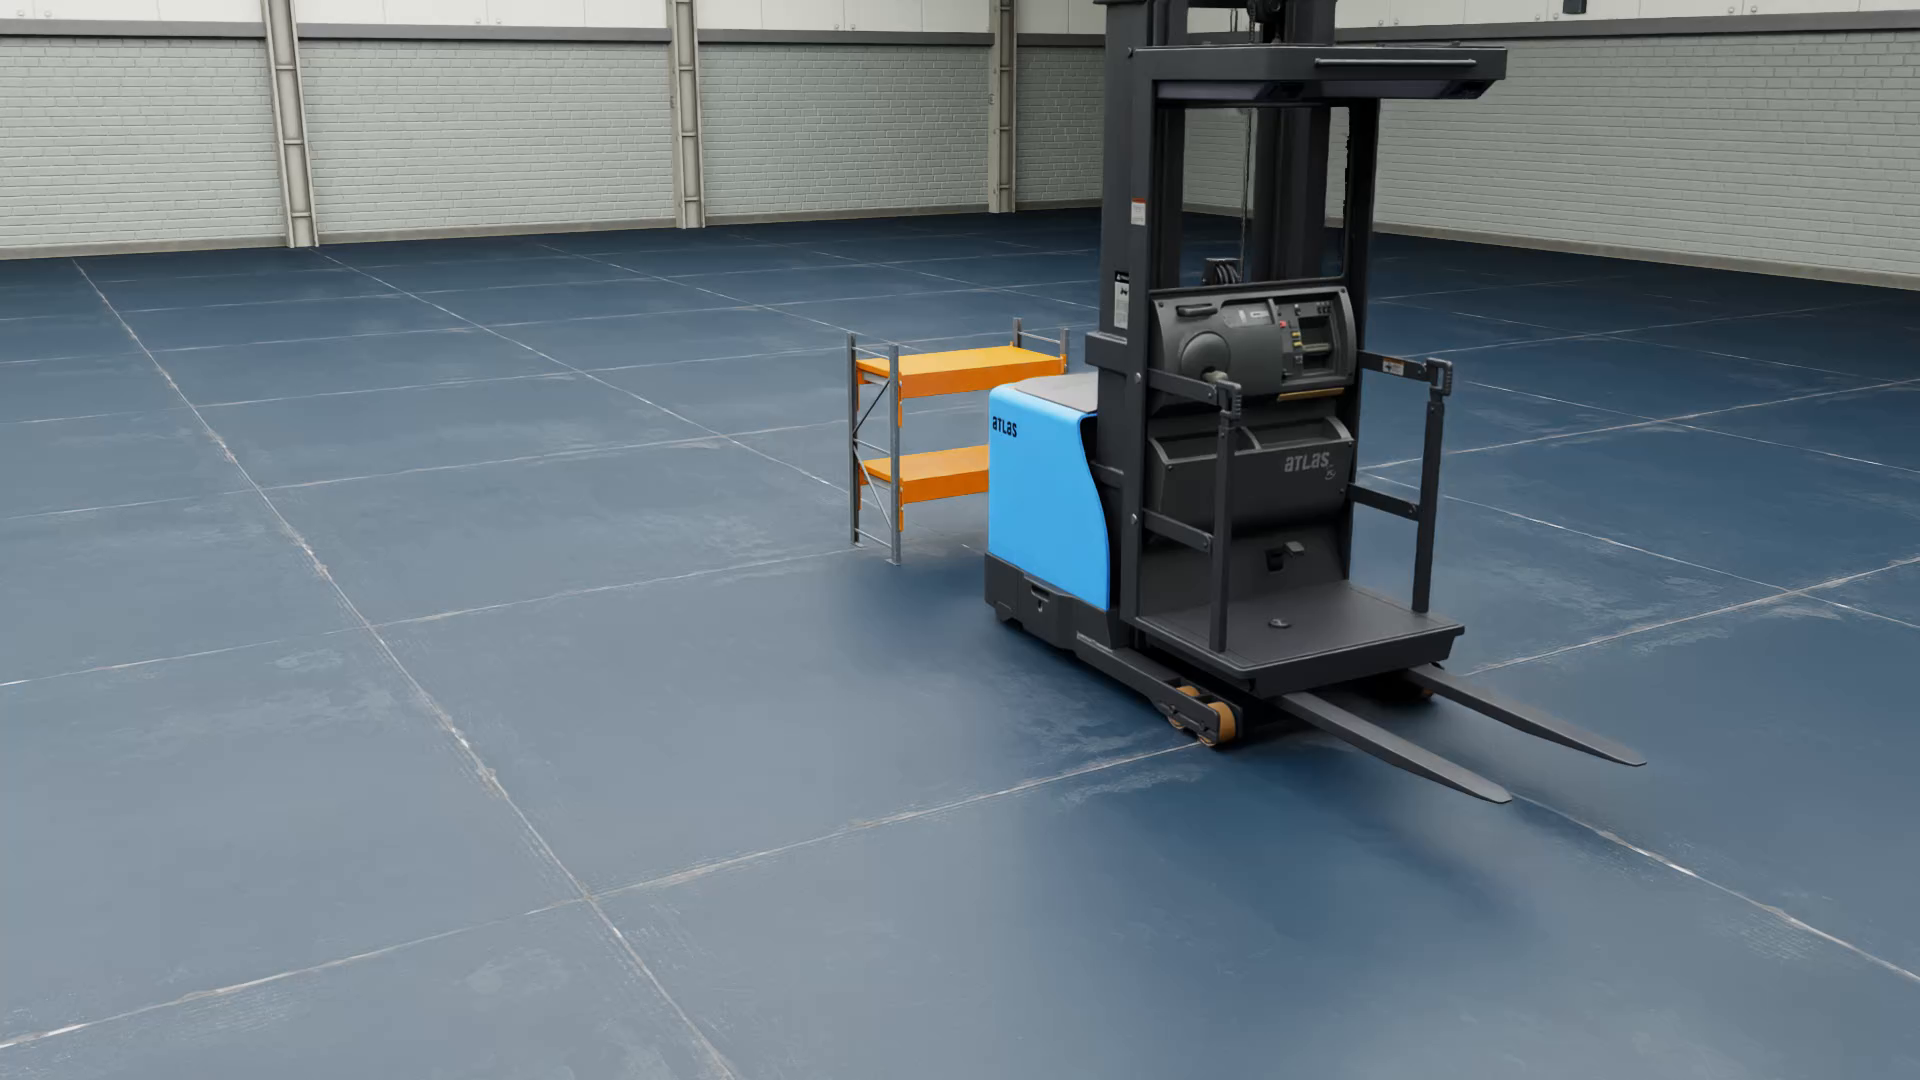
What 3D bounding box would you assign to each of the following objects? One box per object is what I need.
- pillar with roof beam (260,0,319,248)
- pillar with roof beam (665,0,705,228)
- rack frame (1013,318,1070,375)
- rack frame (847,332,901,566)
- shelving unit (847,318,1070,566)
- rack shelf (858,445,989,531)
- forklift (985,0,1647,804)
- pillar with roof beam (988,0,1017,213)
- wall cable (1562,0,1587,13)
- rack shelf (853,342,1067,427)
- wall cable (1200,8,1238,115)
[{"bbox_3d":[-7.316,-7.601,19.355,0.400,9.000,9.100,-9,18,-30],"label":"pillar with roof beam"},{"bbox_3d":[-2.173,-8.435,22.330,0.400,9.000,9.100,-9,18,-30],"label":"pillar with roof beam"},{"bbox_3d":[0.430,-0.611,9.007,0.032,1.125,0.500,-9,18,-30],"label":"rack frame"},{"bbox_3d":[-0.442,-0.470,8.503,0.032,1.125,0.500,-9,18,-30],"label":"rack frame"},{"bbox_3d":[-0.006,-0.541,8.755,1.048,1.125,0.538,-9,18,-30],"label":"shelving unit"},{"bbox_3d":[-0.006,-0.305,8.821,1.000,0.278,0.538,-9,18,-30],"label":"rack shelf"},{"bbox_3d":[1.255,-0.782,6.270,1.130,2.935,3.031,-8,18,-27],"label":"forklift"},{"bbox_3d":[2.970,-9.269,25.305,0.400,9.000,9.100,-9,18,-30],"label":"pillar with roof beam"},{"bbox_3d":[8.835,-9.808,20.926,0.169,6.003,2.305,-9,18,-30],"label":"wall cable"},{"bbox_3d":[-0.006,-0.823,8.676,1.000,0.278,0.538,-9,18,-30],"label":"rack shelf"},{"bbox_3d":[3.959,-8.874,29.647,0.112,2.526,3.097,-9,18,-30],"label":"wall cable"}]
